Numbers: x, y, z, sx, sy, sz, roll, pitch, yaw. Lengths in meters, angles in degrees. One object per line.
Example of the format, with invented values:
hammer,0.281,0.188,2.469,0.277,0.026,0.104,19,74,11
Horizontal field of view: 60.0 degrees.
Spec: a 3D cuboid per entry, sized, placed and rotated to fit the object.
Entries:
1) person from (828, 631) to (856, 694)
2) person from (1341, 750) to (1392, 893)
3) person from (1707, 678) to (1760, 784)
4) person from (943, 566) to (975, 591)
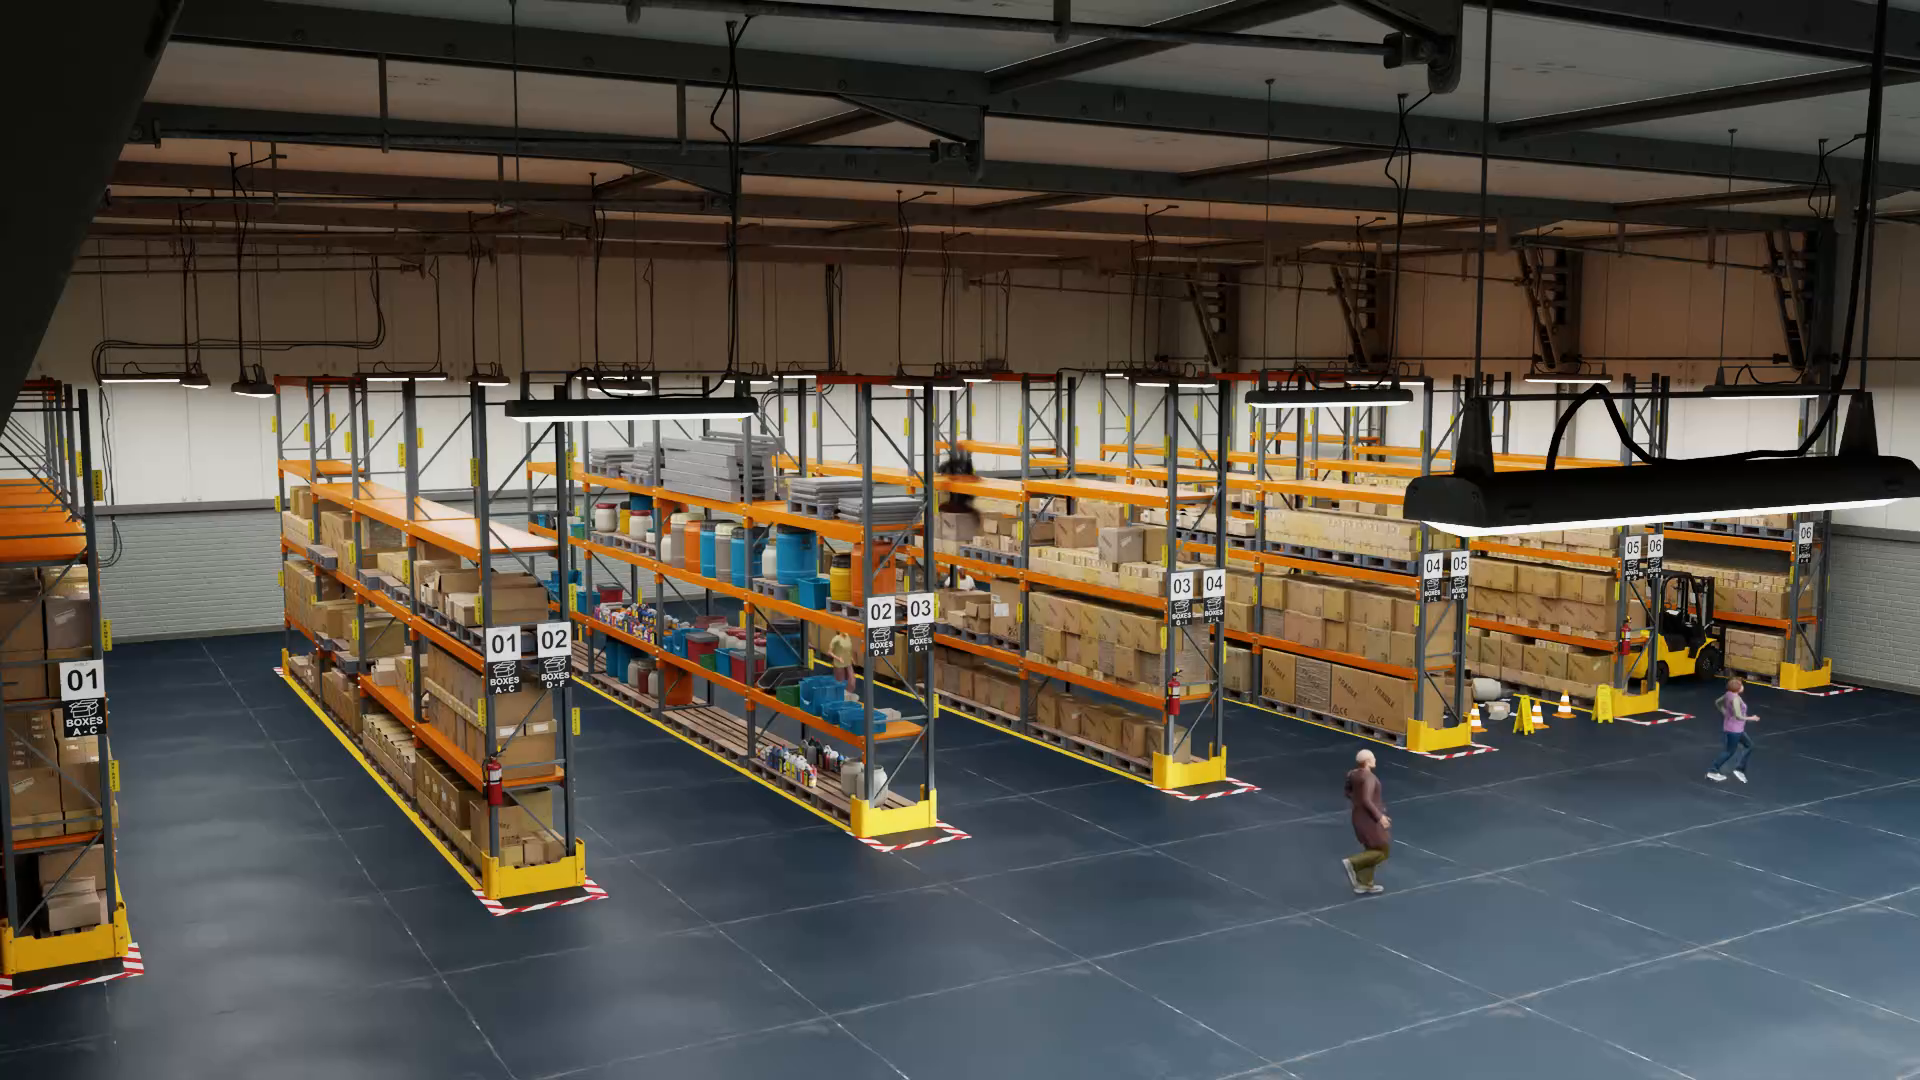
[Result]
person,-2.159,2.252,29.909,0.569,1.637,0.801,-6,9,-43
person,4.780,3.329,19.649,0.638,1.733,0.709,-1,6,-12
person,11.528,2.847,24.788,0.690,1.609,0.546,2,7,18
person,0.049,1.408,37.160,0.665,1.792,0.709,-3,7,-28
